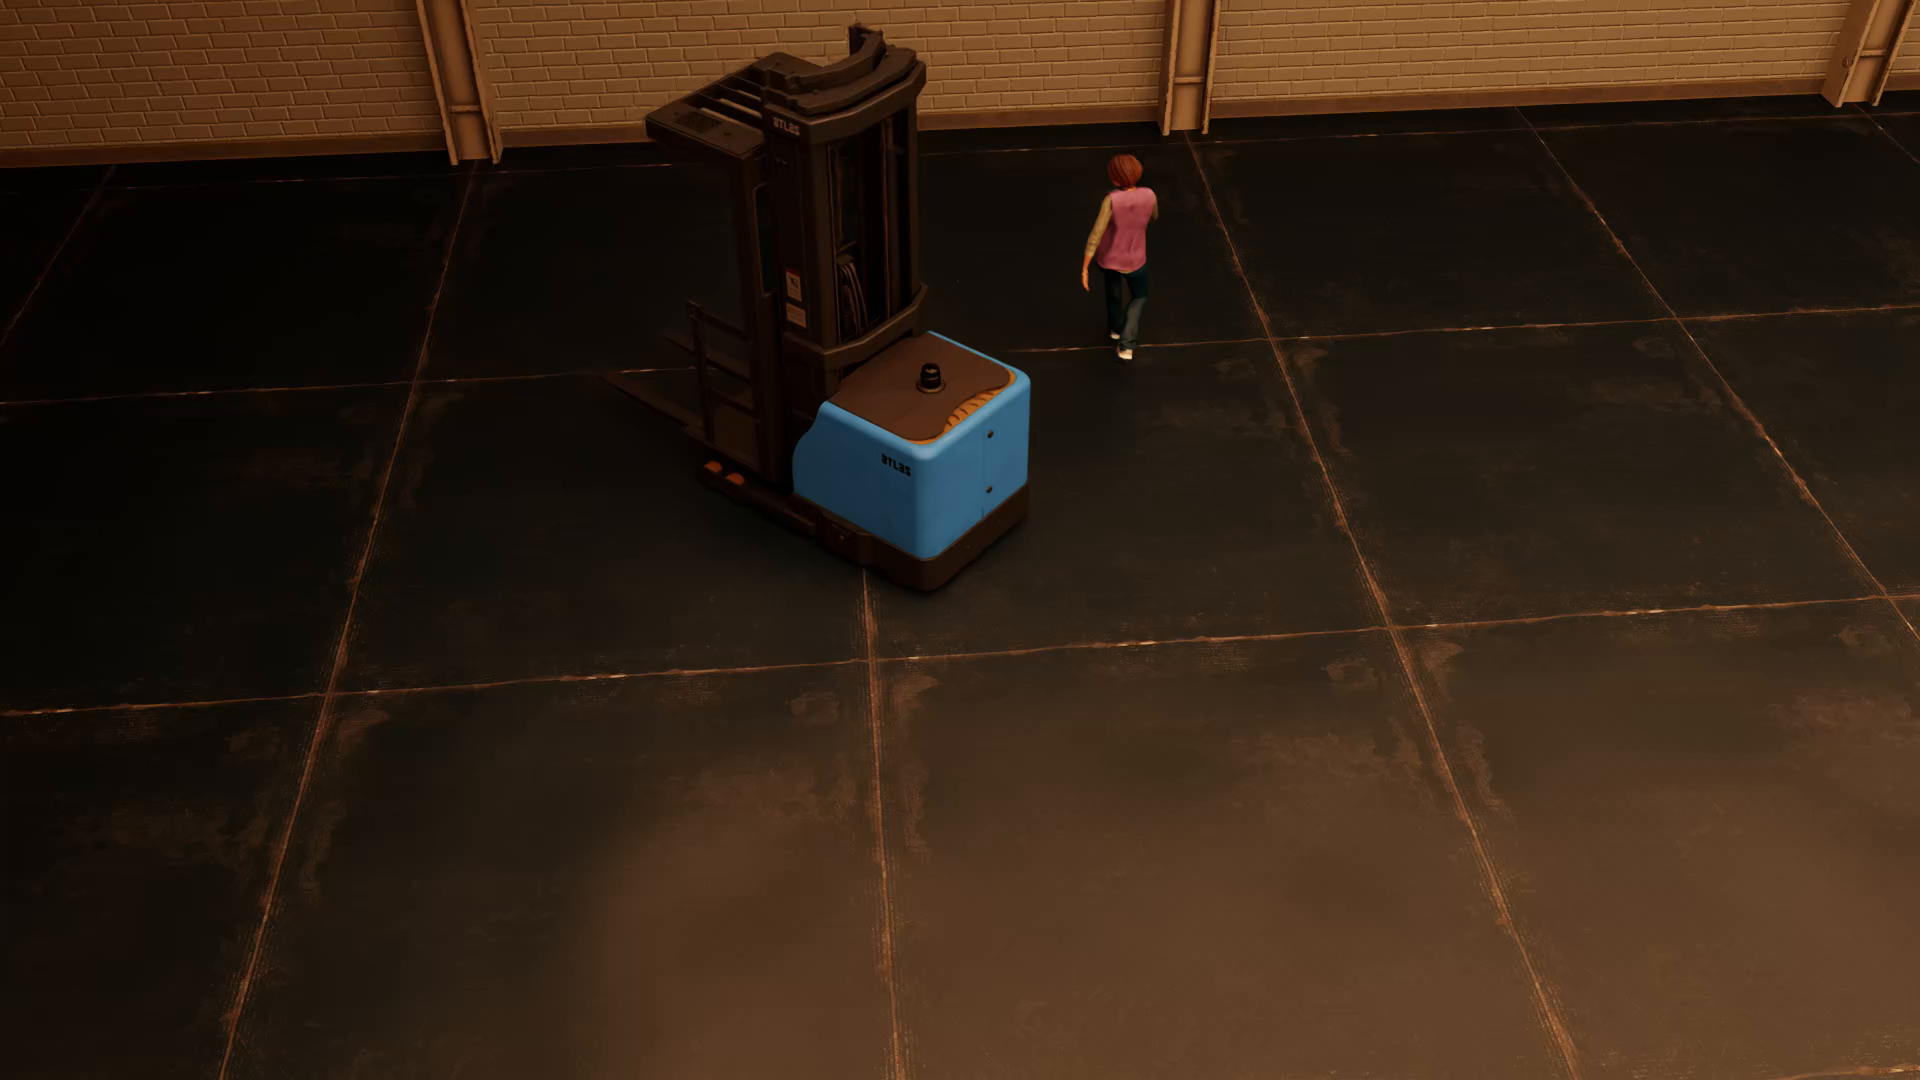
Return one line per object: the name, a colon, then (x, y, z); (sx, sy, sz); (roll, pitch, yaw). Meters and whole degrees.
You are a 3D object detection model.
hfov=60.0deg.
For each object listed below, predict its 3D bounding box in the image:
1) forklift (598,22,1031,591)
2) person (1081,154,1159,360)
forklift: (-1.041, -1.613, 9.823); (3.031, 2.935, 1.130); (27, 48, 28)
person: (1.087, -1.921, 11.291); (0.465, 1.519, 0.720); (6, 41, 7)
